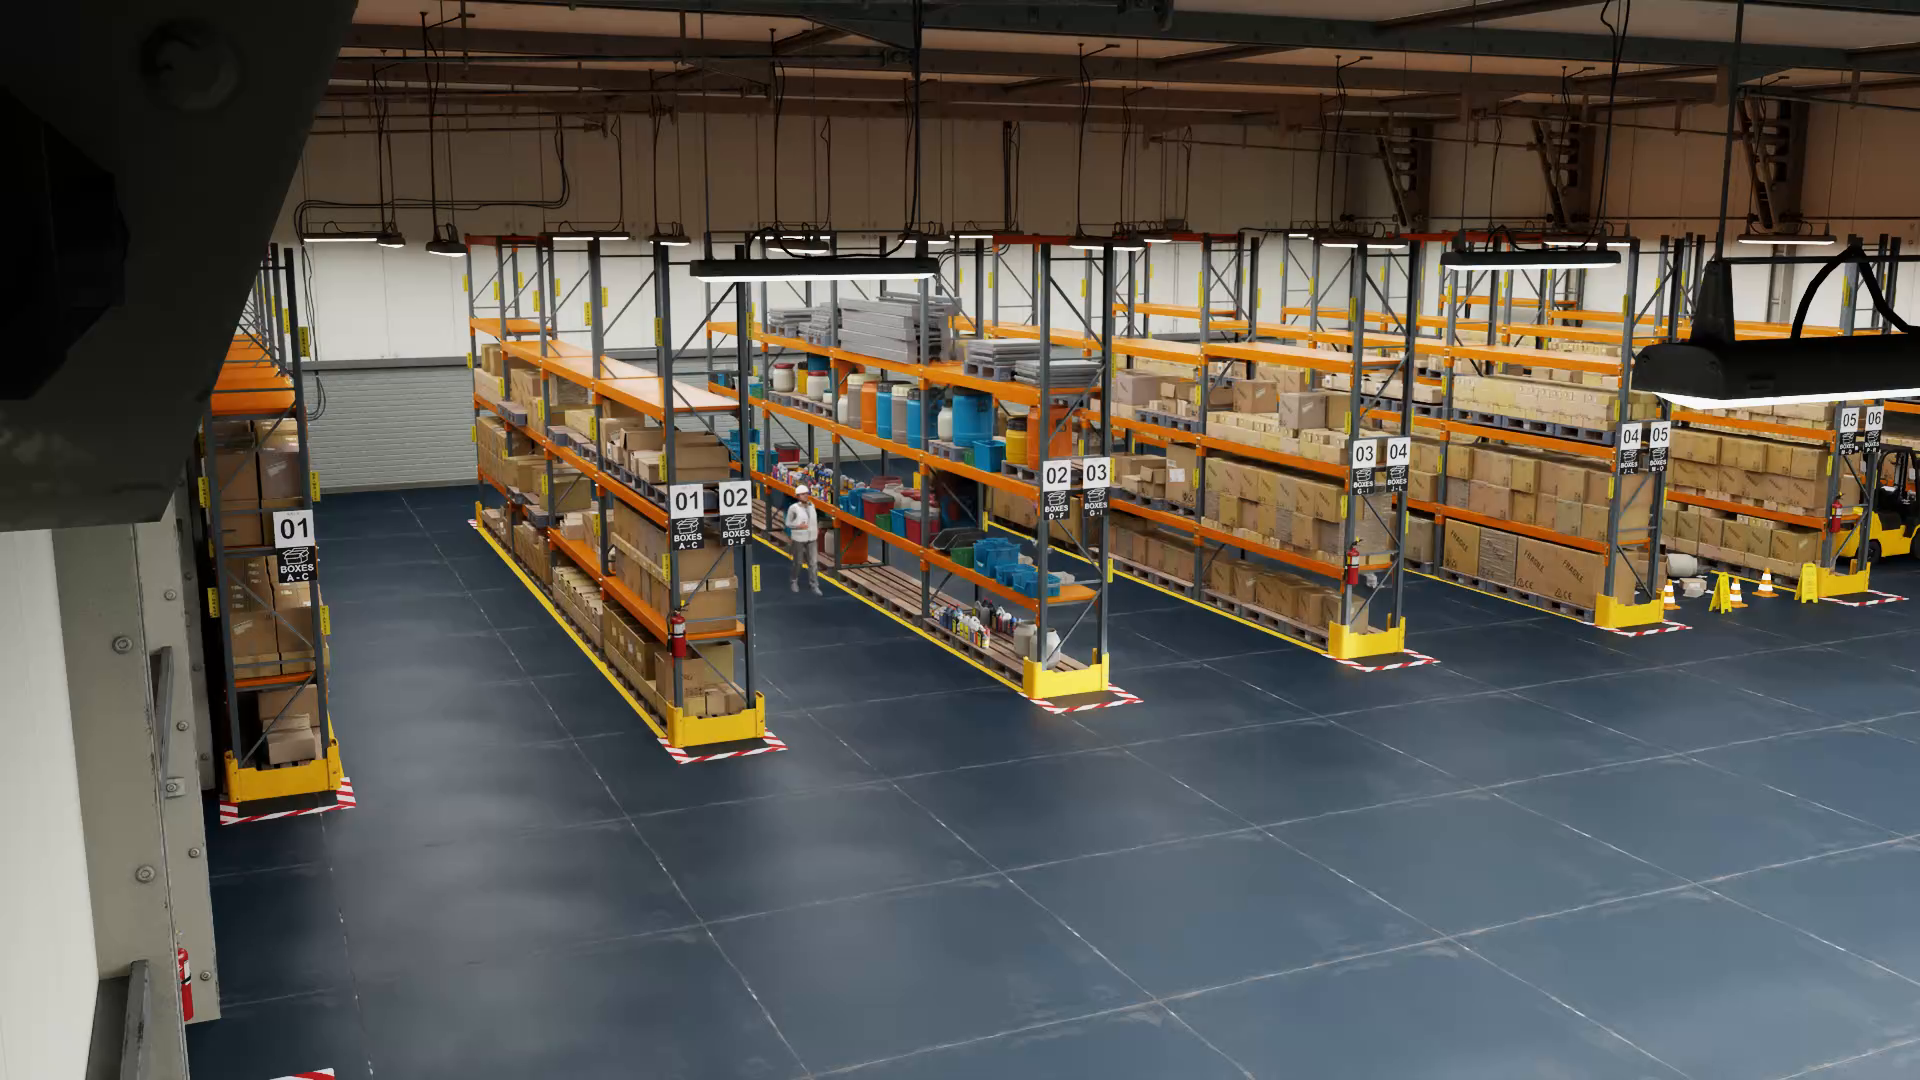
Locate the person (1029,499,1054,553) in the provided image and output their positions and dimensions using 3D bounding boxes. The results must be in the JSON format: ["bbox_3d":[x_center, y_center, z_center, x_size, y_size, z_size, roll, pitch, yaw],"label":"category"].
[{"bbox_3d":[1.509,-0.566,30.574,0.543,1.586,0.840,-6,13,-30],"label":"person"}]

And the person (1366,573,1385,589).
[{"bbox_3d":[7.031,-0.100,28.857,0.708,1.754,1.061,-7,13,-33],"label":"person"}]

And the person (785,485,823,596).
[{"bbox_3d":[-2.495,0.018,26.821,0.663,1.815,0.913,-7,13,-32],"label":"person"}]

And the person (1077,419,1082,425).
[{"bbox_3d":[2.805,-2.046,39.441,0.603,1.662,0.764,-1,11,-5],"label":"person"}]
